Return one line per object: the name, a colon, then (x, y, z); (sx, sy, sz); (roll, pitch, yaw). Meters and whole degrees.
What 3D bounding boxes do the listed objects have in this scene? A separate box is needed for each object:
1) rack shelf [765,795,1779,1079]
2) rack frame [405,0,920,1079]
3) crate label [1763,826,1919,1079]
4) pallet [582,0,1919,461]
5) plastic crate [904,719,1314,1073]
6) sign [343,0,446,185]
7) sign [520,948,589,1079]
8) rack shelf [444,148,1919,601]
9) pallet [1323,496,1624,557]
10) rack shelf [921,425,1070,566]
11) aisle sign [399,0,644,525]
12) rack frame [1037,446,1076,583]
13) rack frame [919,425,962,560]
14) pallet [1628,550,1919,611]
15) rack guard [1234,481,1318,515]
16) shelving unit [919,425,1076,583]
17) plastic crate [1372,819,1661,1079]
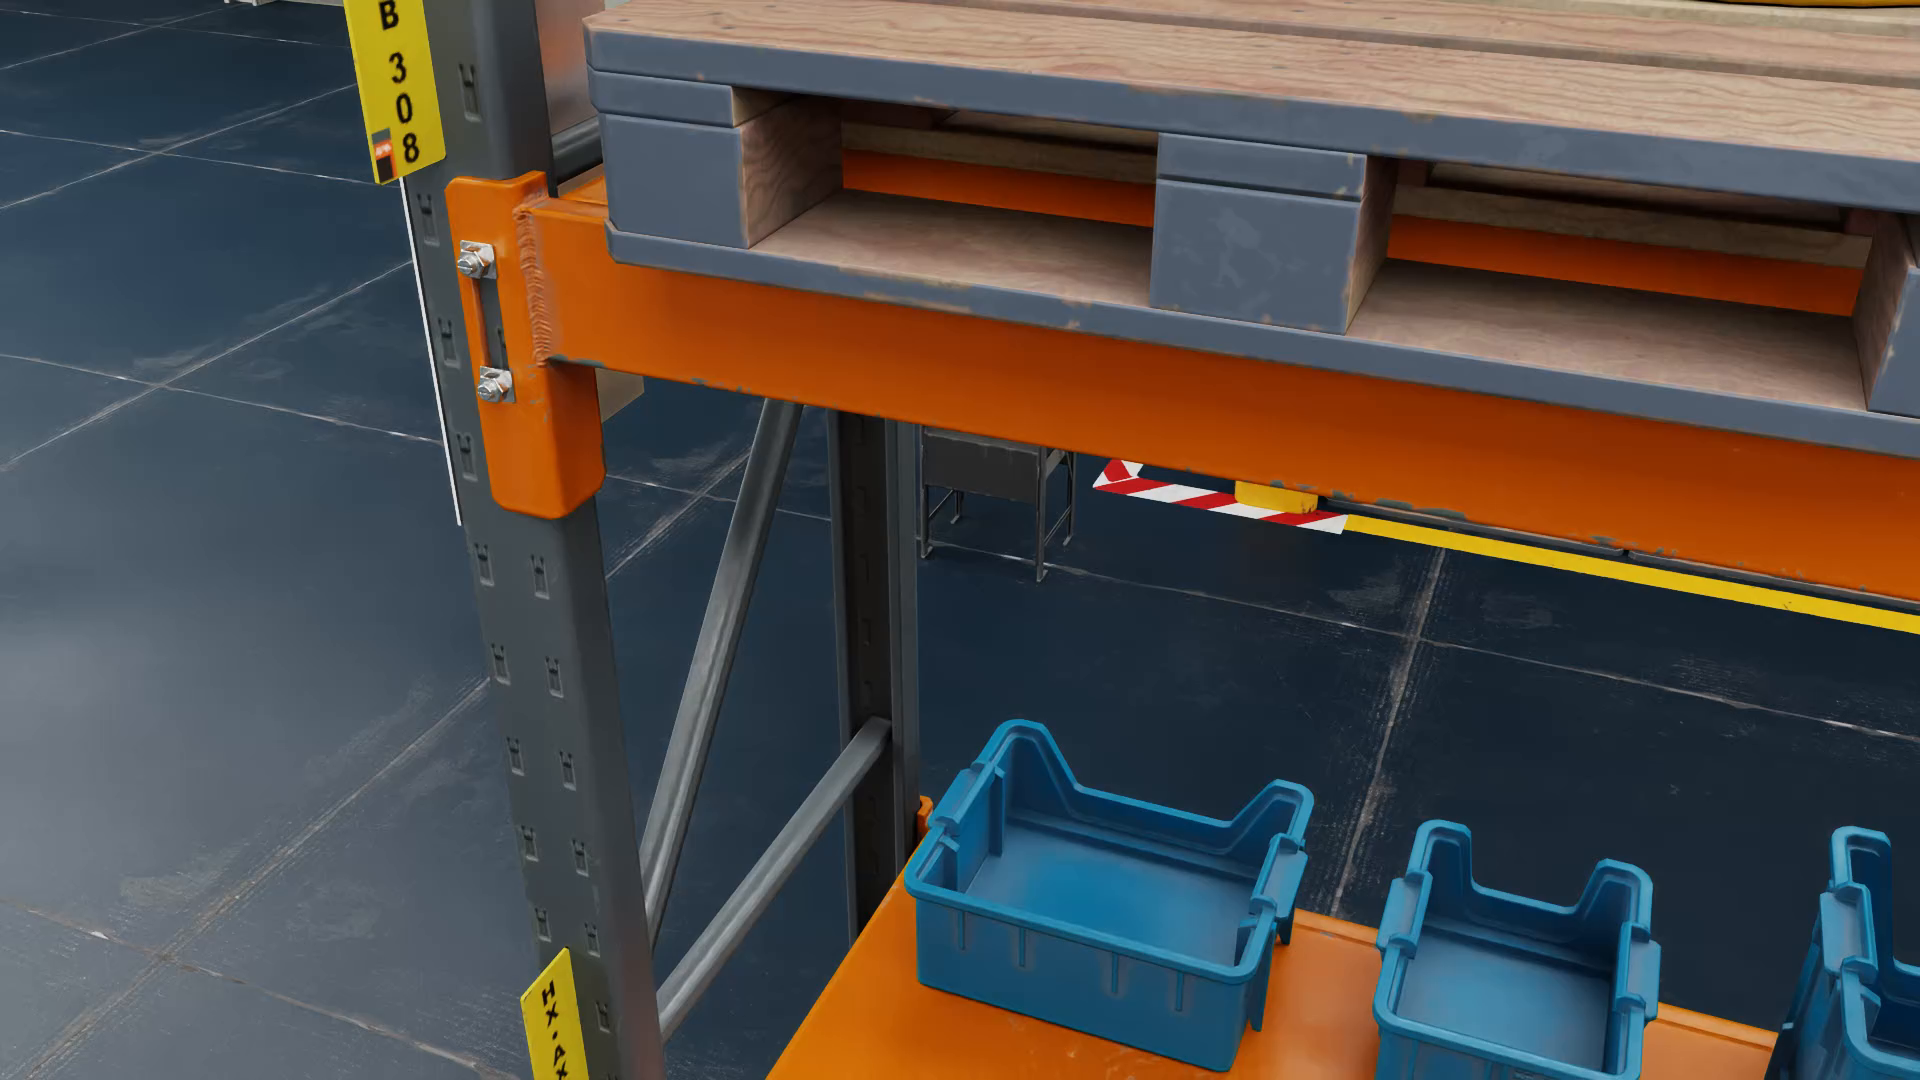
rack shelf: (1.535, 1.245, 2.229); (4.000, 0.370, 1.077); (11, 31, 19)
rack frame: (-0.319, 0.564, 2.704); (0.053, 2.616, 0.949); (11, 31, 19)
crate label: (1.489, 0.764, 2.314); (0.616, 0.435, 0.502); (11, 31, 19)
pallet: (0.412, -0.464, 1.666); (1.213, 0.211, 1.003); (11, 31, 19)
plastic crate: (0.259, 0.583, 2.821); (0.616, 0.251, 0.499); (11, 31, 19)
sign: (-0.529, -0.497, 1.524); (0.005, 0.325, 0.100); (11, 31, 19)
sign: (-0.529, 0.692, 2.196); (0.005, 0.325, 0.100); (11, 31, 19)
rack shelf: (1.535, -0.060, 1.491); (4.000, 0.370, 1.077); (11, 31, 19)
pallet: (2.272, -0.359, 7.171); (1.213, 0.211, 1.003); (11, 31, 19)
rack shelf: (0.153, -0.262, 6.530); (0.480, 0.518, 0.431); (11, 31, 19)
aisle sign: (-0.495, -0.449, 1.854); (0.004, 0.787, 0.394); (11, 31, 19)
rack frame: (0.379, -0.838, 6.099); (0.015, 2.100, 0.400); (11, 31, 19)
rack frame: (-0.073, -0.929, 6.259); (0.015, 2.100, 0.400); (11, 31, 19)
pallet: (3.399, -0.133, 6.770); (1.213, 0.211, 1.003); (11, 31, 19)
rack guard: (1.526, -0.612, 7.324); (0.348, 0.500, 1.175); (11, 31, 19)
shelving unit: (0.153, -0.883, 6.179); (0.503, 2.100, 0.431); (11, 31, 19)
plastic crate: (0.858, 0.706, 2.604); (0.408, 0.251, 0.499); (11, 31, 19)
